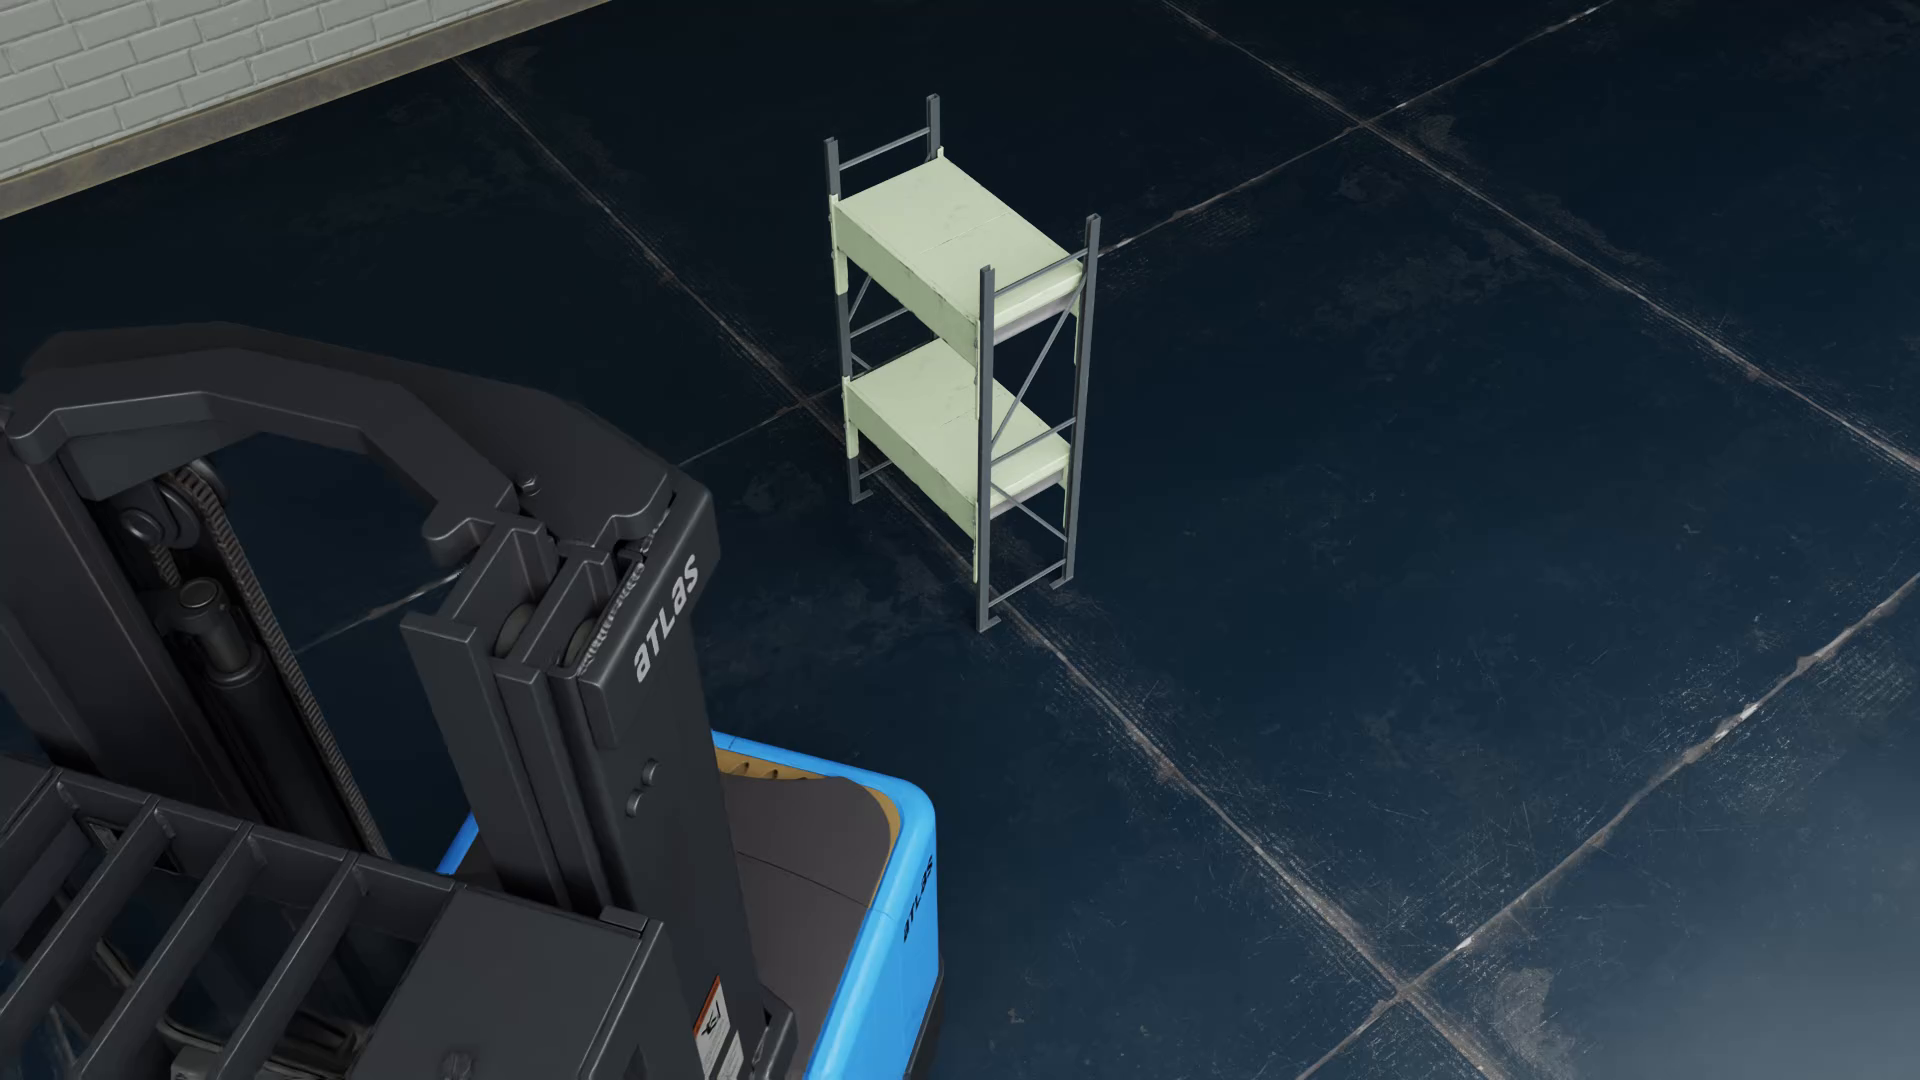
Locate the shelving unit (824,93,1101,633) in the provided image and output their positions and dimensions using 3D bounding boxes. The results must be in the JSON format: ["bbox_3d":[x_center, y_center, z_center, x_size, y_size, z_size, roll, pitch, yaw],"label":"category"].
[{"bbox_3d":[-0.004,-0.508,5.198,0.431,1.500,0.755,-29,54,-24],"label":"shelving unit"}]

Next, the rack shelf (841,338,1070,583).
[{"bbox_3d":[-0.004,-0.289,5.439,0.431,0.370,0.720,-29,54,-24],"label":"rack shelf"}]

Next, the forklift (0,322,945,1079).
[{"bbox_3d":[-0.959,1.243,2.645,1.130,2.935,3.031,13,49,11],"label":"forklift"}]

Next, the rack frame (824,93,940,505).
[{"bbox_3d":[-0.226,-0.723,5.394,0.400,1.500,0.023,-29,54,-24],"label":"rack frame"}]

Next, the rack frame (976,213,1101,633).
[{"bbox_3d":[0.218,-0.292,5.002,0.400,1.500,0.023,-29,54,-24],"label":"rack frame"}]

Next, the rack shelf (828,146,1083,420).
[{"bbox_3d":[-0.004,-0.770,4.909,0.431,0.370,0.720,-29,54,-24],"label":"rack shelf"}]
